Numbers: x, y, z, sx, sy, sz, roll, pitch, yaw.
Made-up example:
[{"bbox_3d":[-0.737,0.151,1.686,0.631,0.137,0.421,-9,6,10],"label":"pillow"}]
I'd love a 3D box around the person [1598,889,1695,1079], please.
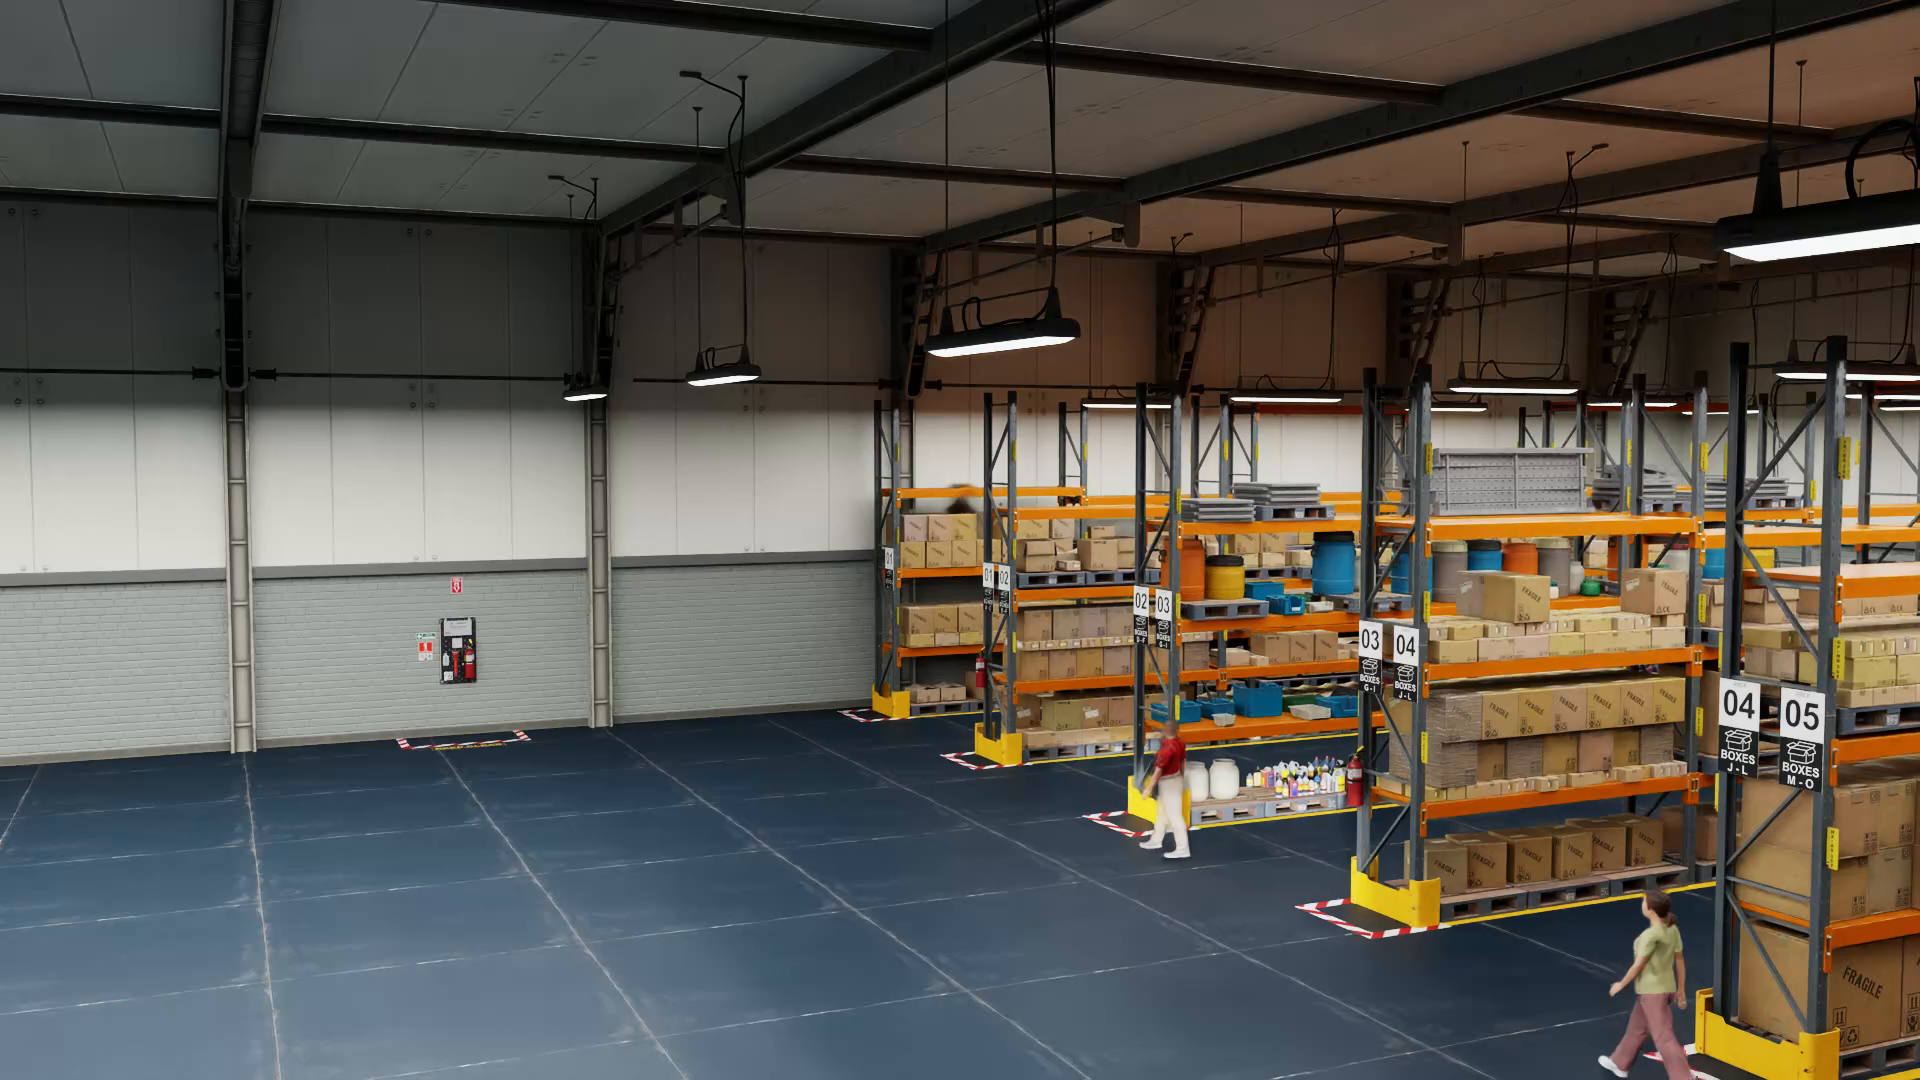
[{"bbox_3d":[5.483,3.547,13.135,0.476,1.587,0.846,-3,4,-37],"label":"person"}]

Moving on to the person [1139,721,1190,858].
[{"bbox_3d":[2.564,3.094,20.877,0.697,1.704,0.681,1,3,14],"label":"person"}]
